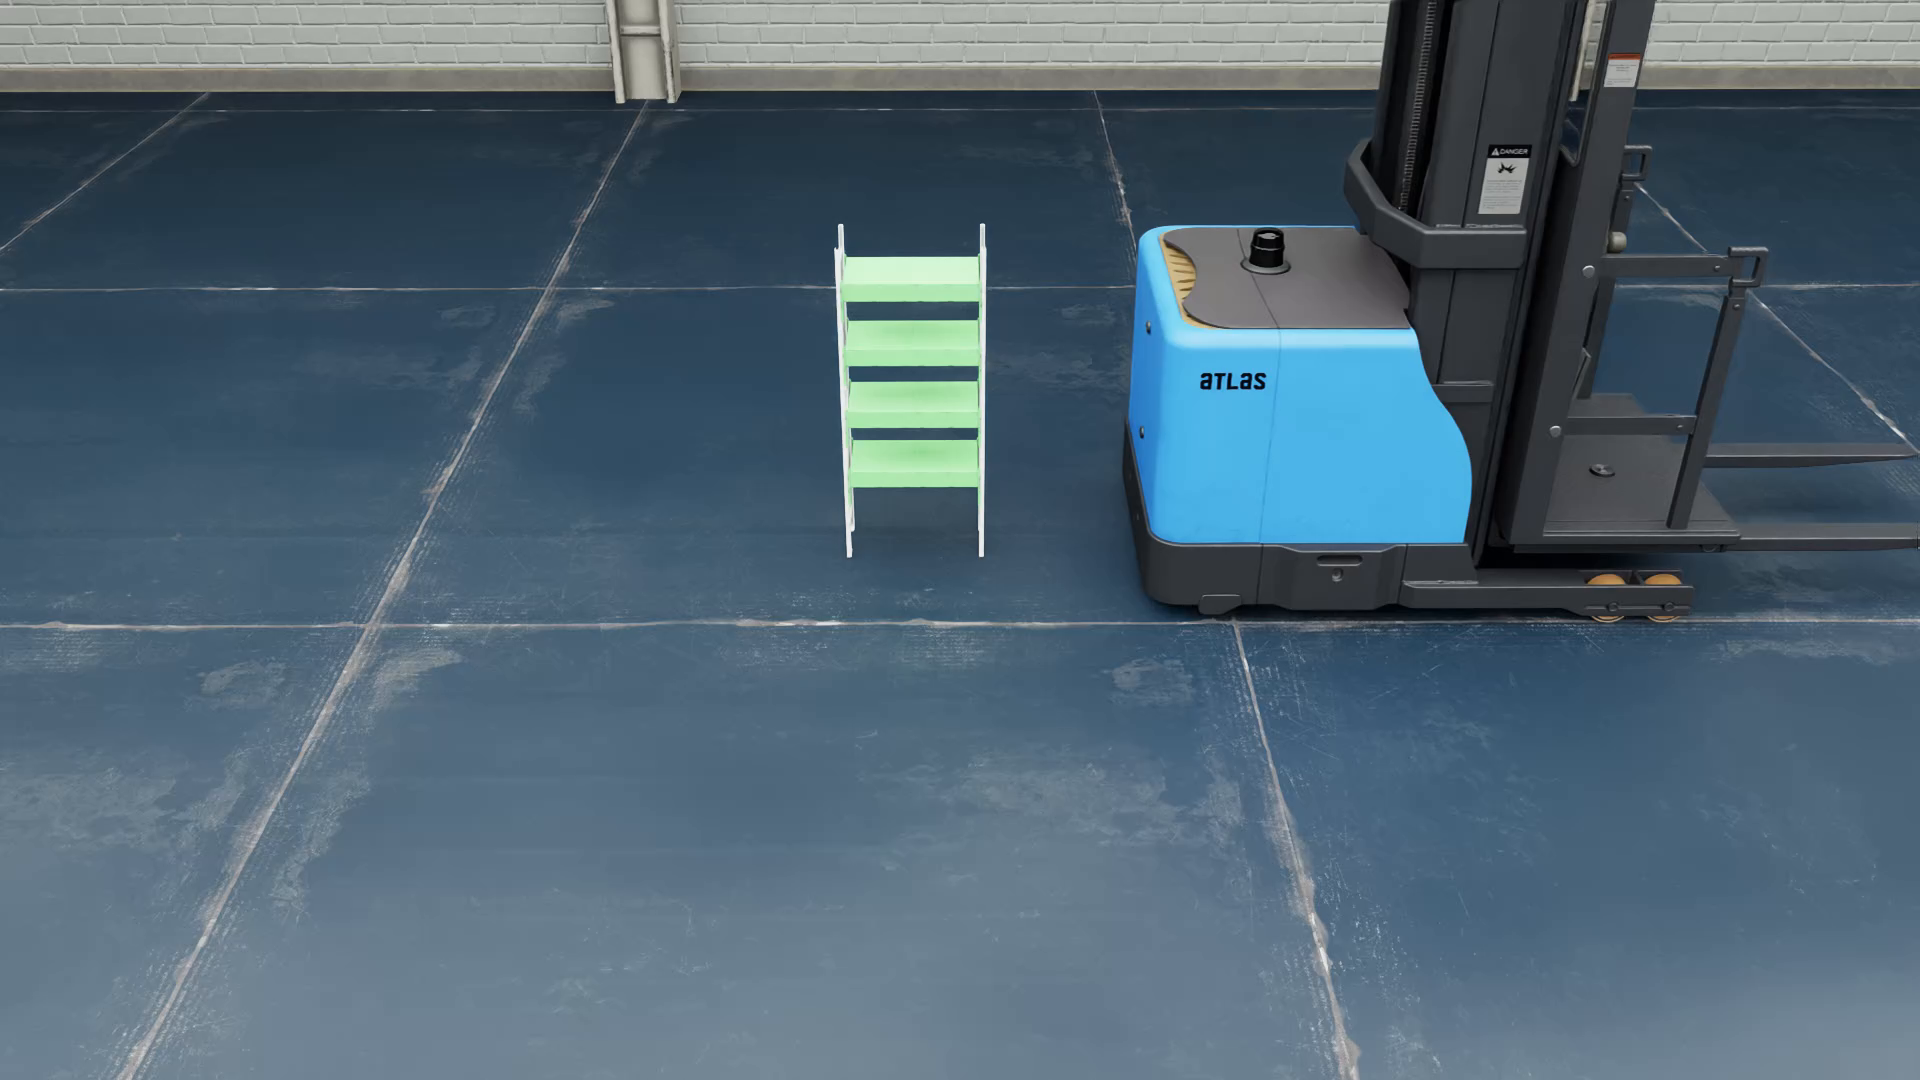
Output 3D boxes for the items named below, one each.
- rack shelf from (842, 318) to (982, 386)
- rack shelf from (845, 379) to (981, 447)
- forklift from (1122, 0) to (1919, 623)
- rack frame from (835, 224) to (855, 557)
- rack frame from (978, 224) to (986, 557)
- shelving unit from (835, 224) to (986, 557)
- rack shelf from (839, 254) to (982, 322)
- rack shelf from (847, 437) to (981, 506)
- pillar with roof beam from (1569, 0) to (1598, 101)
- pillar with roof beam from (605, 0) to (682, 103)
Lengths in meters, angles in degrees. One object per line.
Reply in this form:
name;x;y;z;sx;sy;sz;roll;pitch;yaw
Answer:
rack shelf;-0.166;-0.663;5.847;0.480;0.148;0.258;0;31;0
rack shelf;-0.166;-0.458;5.971;0.480;0.148;0.258;0;31;0
forklift;2.155;-1.243;5.473;3.031;2.935;1.130;0;31;0
rack frame;-0.410;-0.512;5.937;0.015;1.200;0.240;0;31;0
rack frame;0.078;-0.513;5.939;0.015;1.200;0.240;0;31;0
shelving unit;-0.166;-0.512;5.938;0.503;1.200;0.258;0;31;0
rack shelf;-0.166;-0.868;5.722;0.480;0.148;0.258;0;31;0
rack shelf;-0.166;-0.253;6.096;0.480;0.148;0.258;0;31;0
pillar with roof beam;3.941;-4.612;5.176;0.400;9.000;9.100;0;31;0
pillar with roof beam;-2.059;-4.593;5.146;0.400;9.000;9.100;0;31;0
